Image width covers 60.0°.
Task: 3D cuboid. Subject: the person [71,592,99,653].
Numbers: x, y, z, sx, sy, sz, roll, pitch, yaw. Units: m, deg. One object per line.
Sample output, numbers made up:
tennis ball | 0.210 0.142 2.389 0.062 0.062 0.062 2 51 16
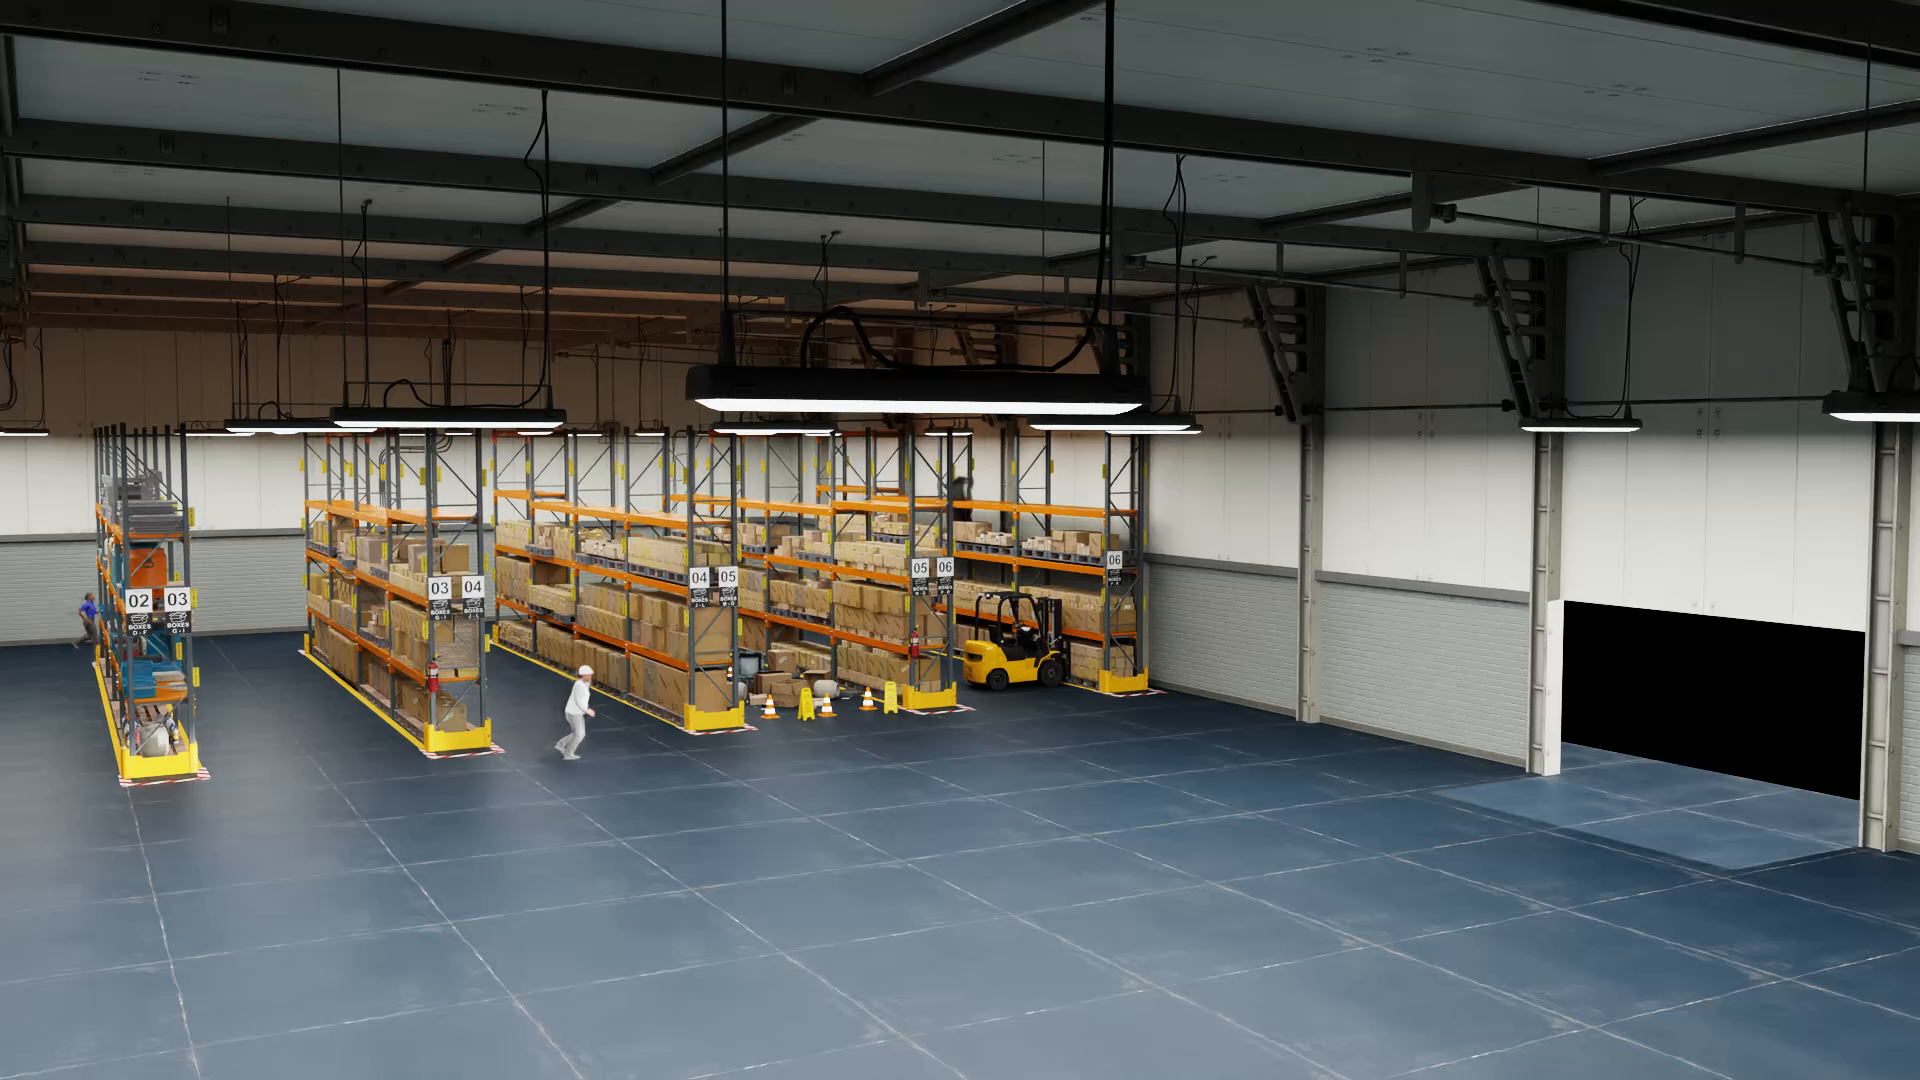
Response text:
person | -23.243 2.208 44.315 0.858 1.634 0.573 -1 4 -17

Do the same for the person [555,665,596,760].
person | -6.872 3.077 29.662 0.751 1.694 0.624 0 3 -5
